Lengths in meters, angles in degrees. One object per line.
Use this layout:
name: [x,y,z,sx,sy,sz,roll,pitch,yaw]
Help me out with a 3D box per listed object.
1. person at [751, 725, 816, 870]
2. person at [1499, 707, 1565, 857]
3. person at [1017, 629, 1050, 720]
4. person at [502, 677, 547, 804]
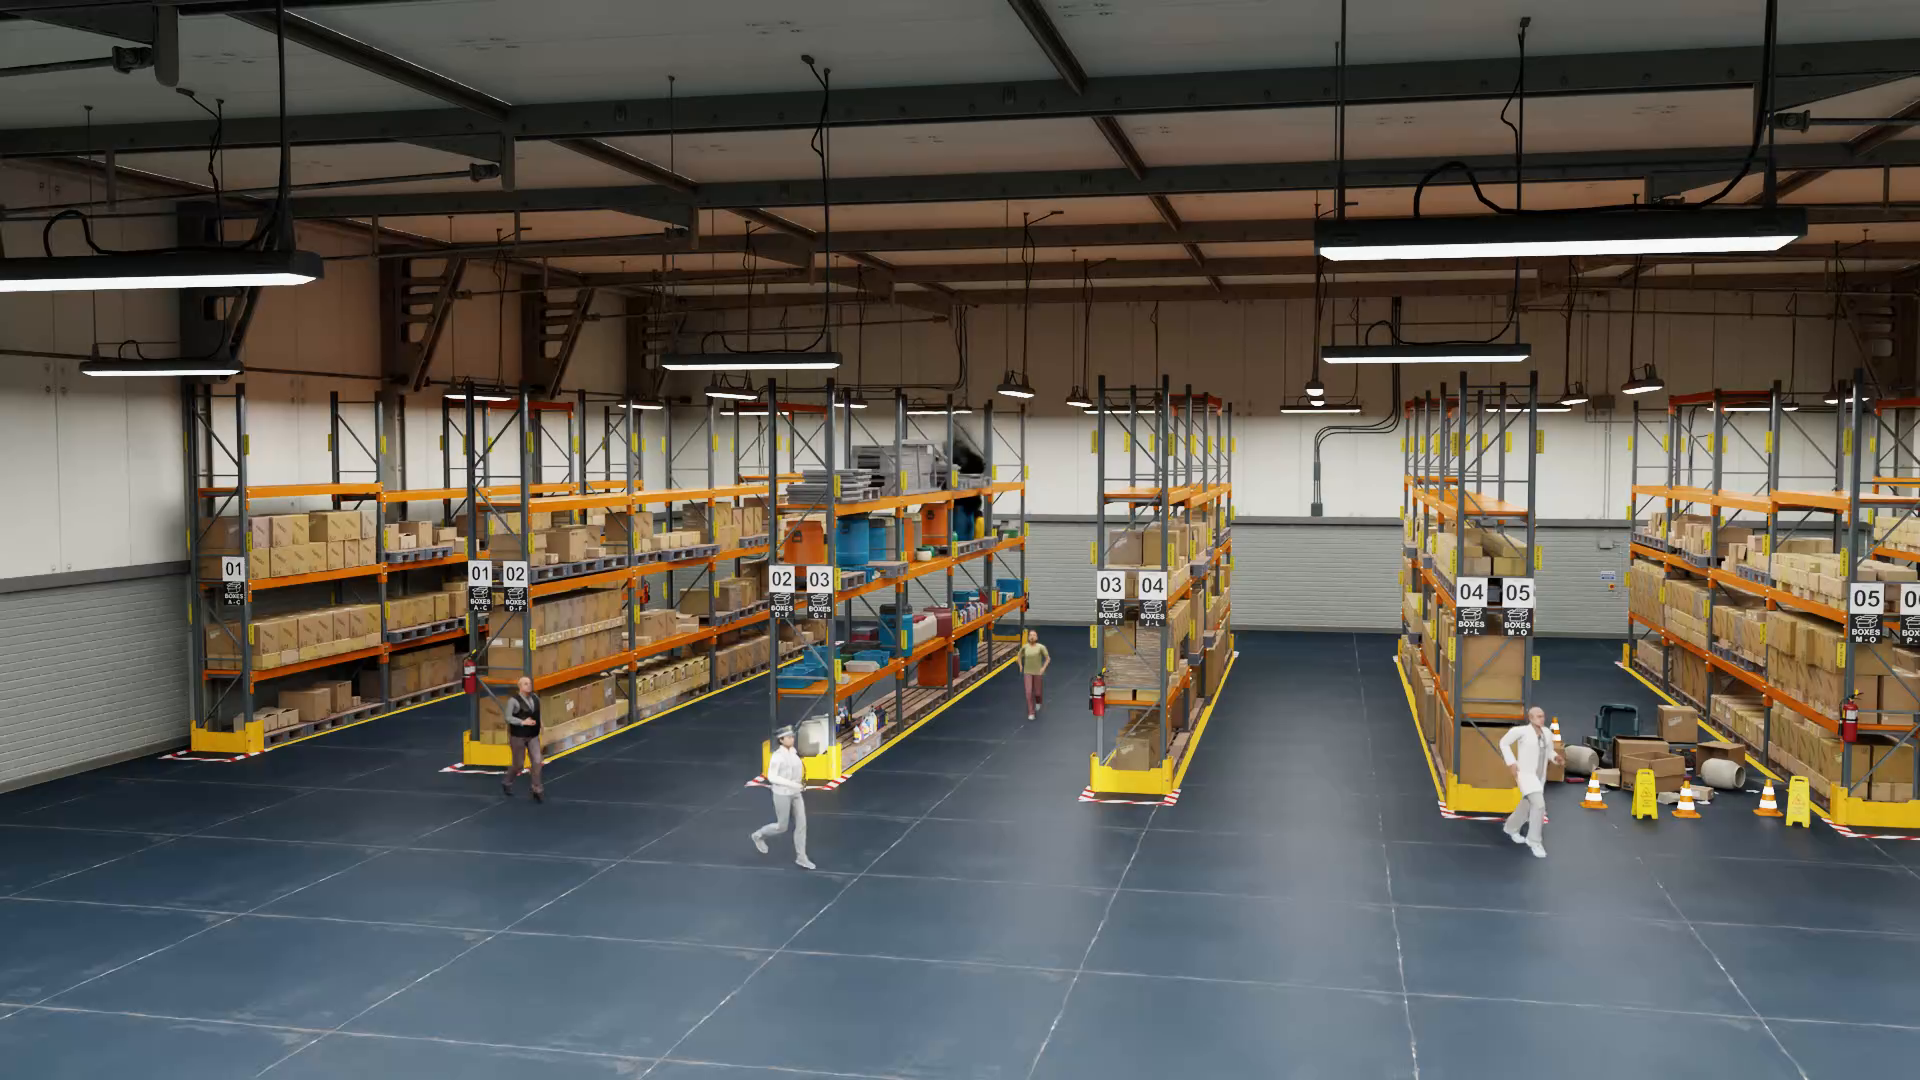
person: [-2.083,3.035,19.787,0.882,1.700,0.617,2,4,31]
person: [7.032,3.002,20.514,0.626,1.734,0.952,-2,4,-29]
person: [1.337,2.441,30.404,0.616,1.631,0.769,1,3,9]
person: [-6.131,2.804,23.403,0.829,1.767,0.674,3,4,42]
